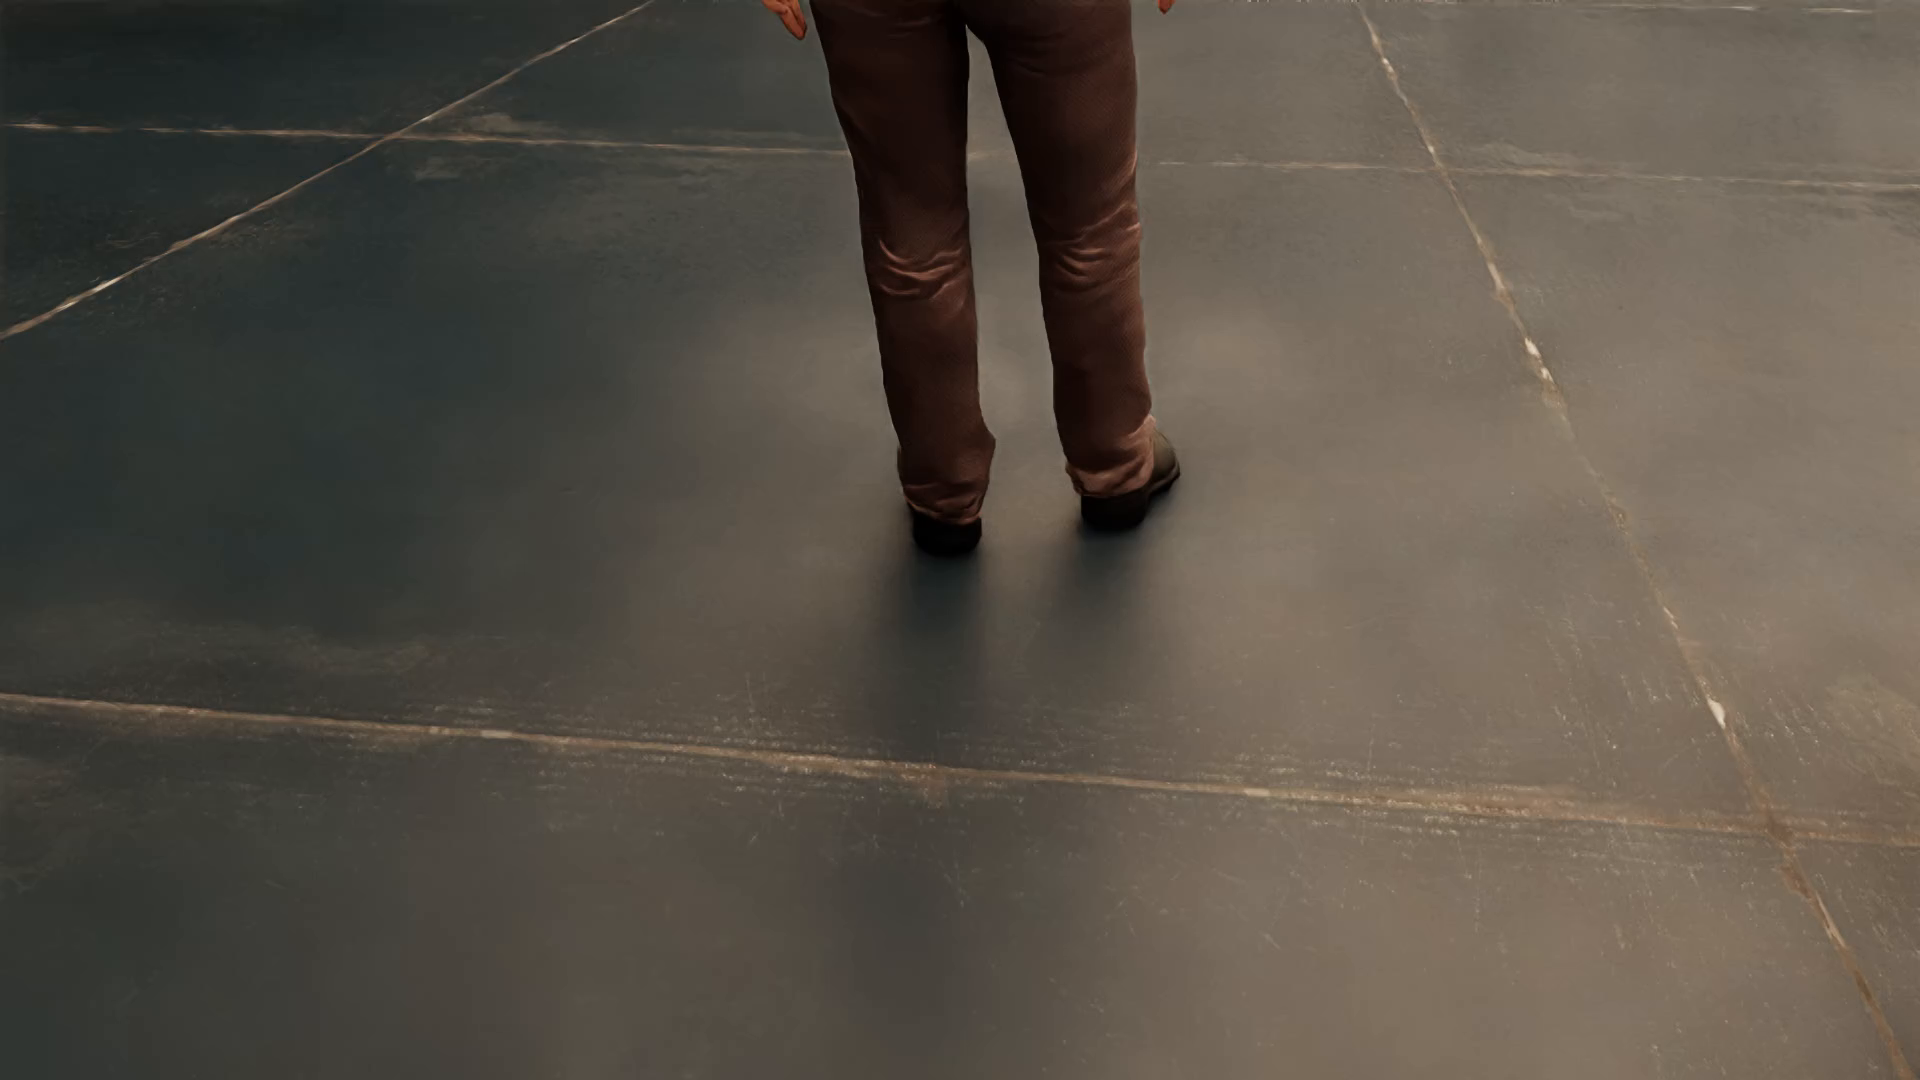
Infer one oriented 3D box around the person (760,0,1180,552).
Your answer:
[{"bbox_3d":[0.016,-0.804,2.167,0.632,1.720,0.567,3,27,7],"label":"person"}]
